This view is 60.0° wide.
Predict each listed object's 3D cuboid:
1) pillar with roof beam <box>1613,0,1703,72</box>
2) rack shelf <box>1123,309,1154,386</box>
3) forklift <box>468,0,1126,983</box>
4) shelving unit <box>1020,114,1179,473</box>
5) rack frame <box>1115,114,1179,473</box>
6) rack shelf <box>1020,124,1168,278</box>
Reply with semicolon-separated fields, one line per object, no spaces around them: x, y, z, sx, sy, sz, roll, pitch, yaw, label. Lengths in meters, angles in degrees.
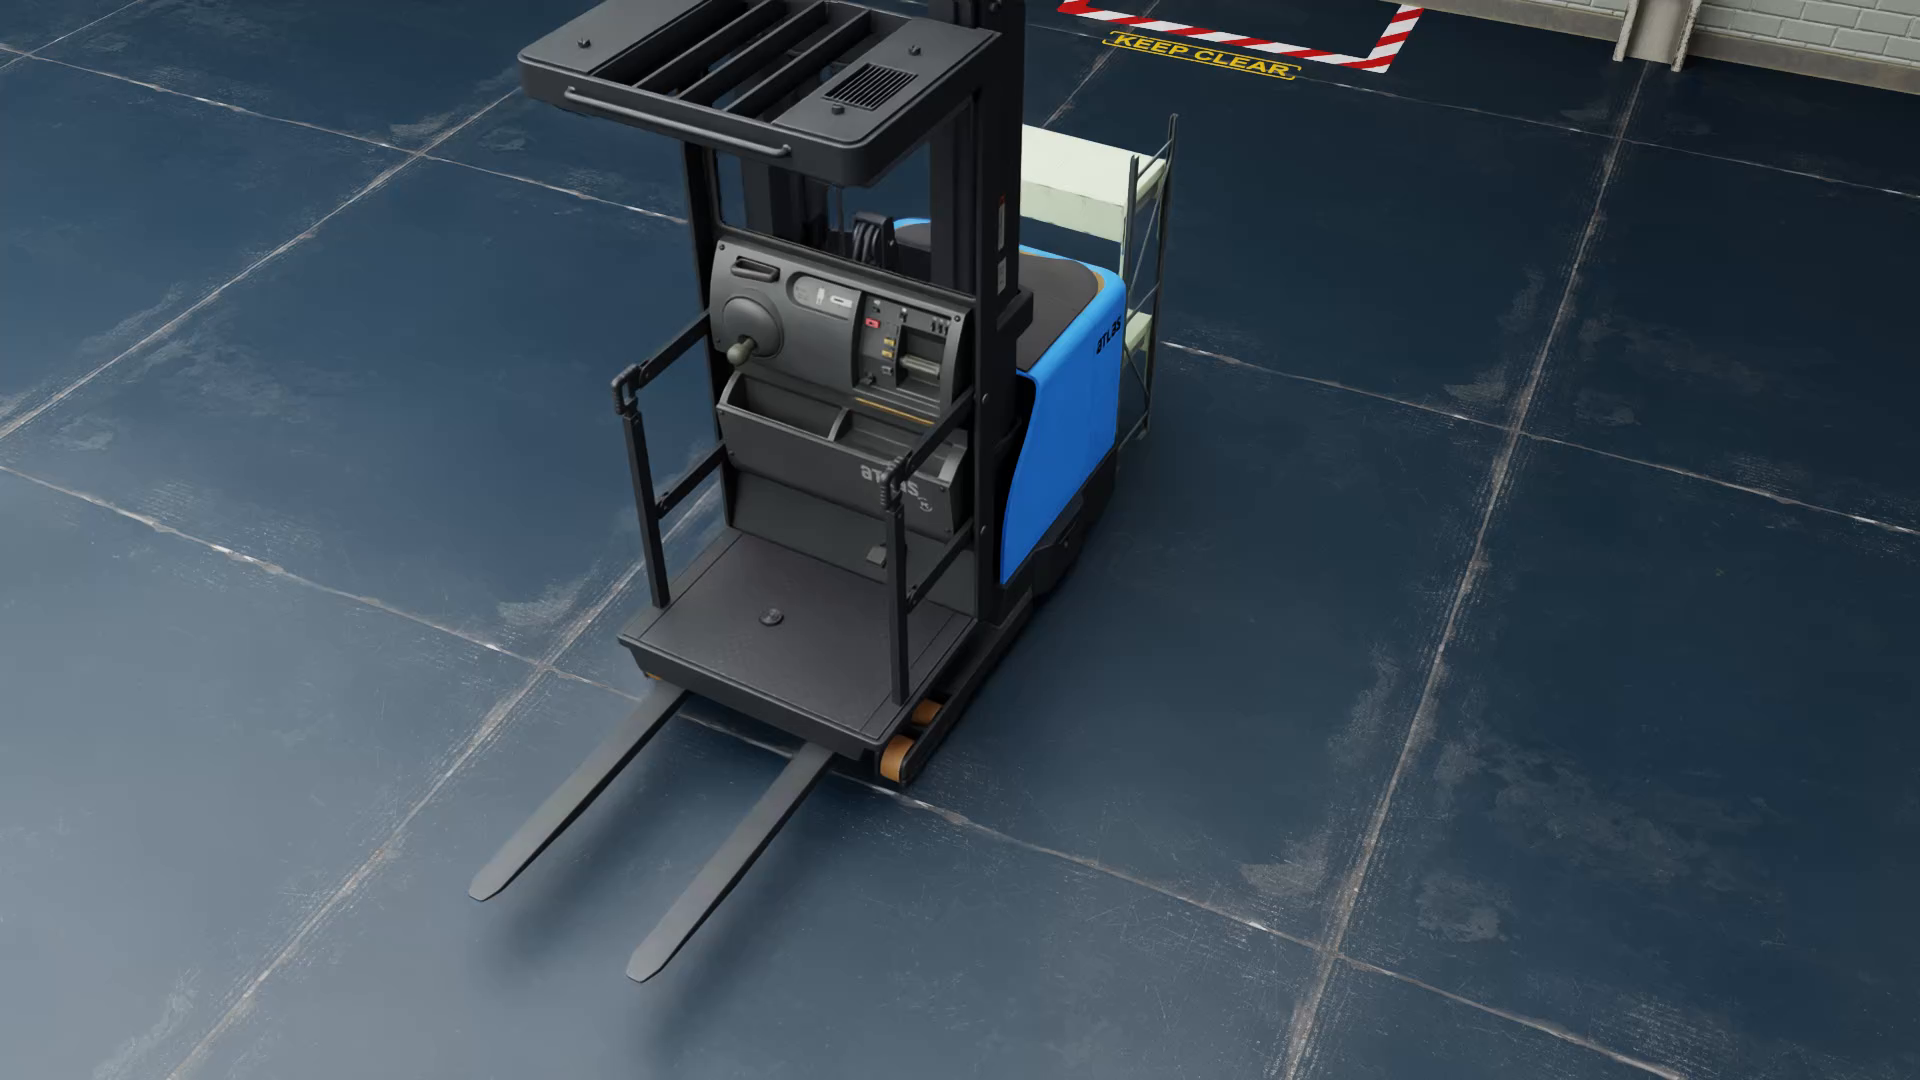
2.397;-3.805;4.269;0.400;9.000;9.100;17;44;19;pillar with roof beam
0.405;-0.808;7.035;0.720;0.370;0.431;20;45;21;rack shelf
-0.506;-0.607;5.213;1.130;2.935;3.031;20;45;21;forklift
0.405;-1.055;6.822;0.755;1.500;0.431;20;45;21;shelving unit
0.727;-0.940;6.689;0.023;1.500;0.400;20;45;21;rack frame
0.406;-1.350;6.566;0.720;0.370;0.431;20;45;21;rack shelf
